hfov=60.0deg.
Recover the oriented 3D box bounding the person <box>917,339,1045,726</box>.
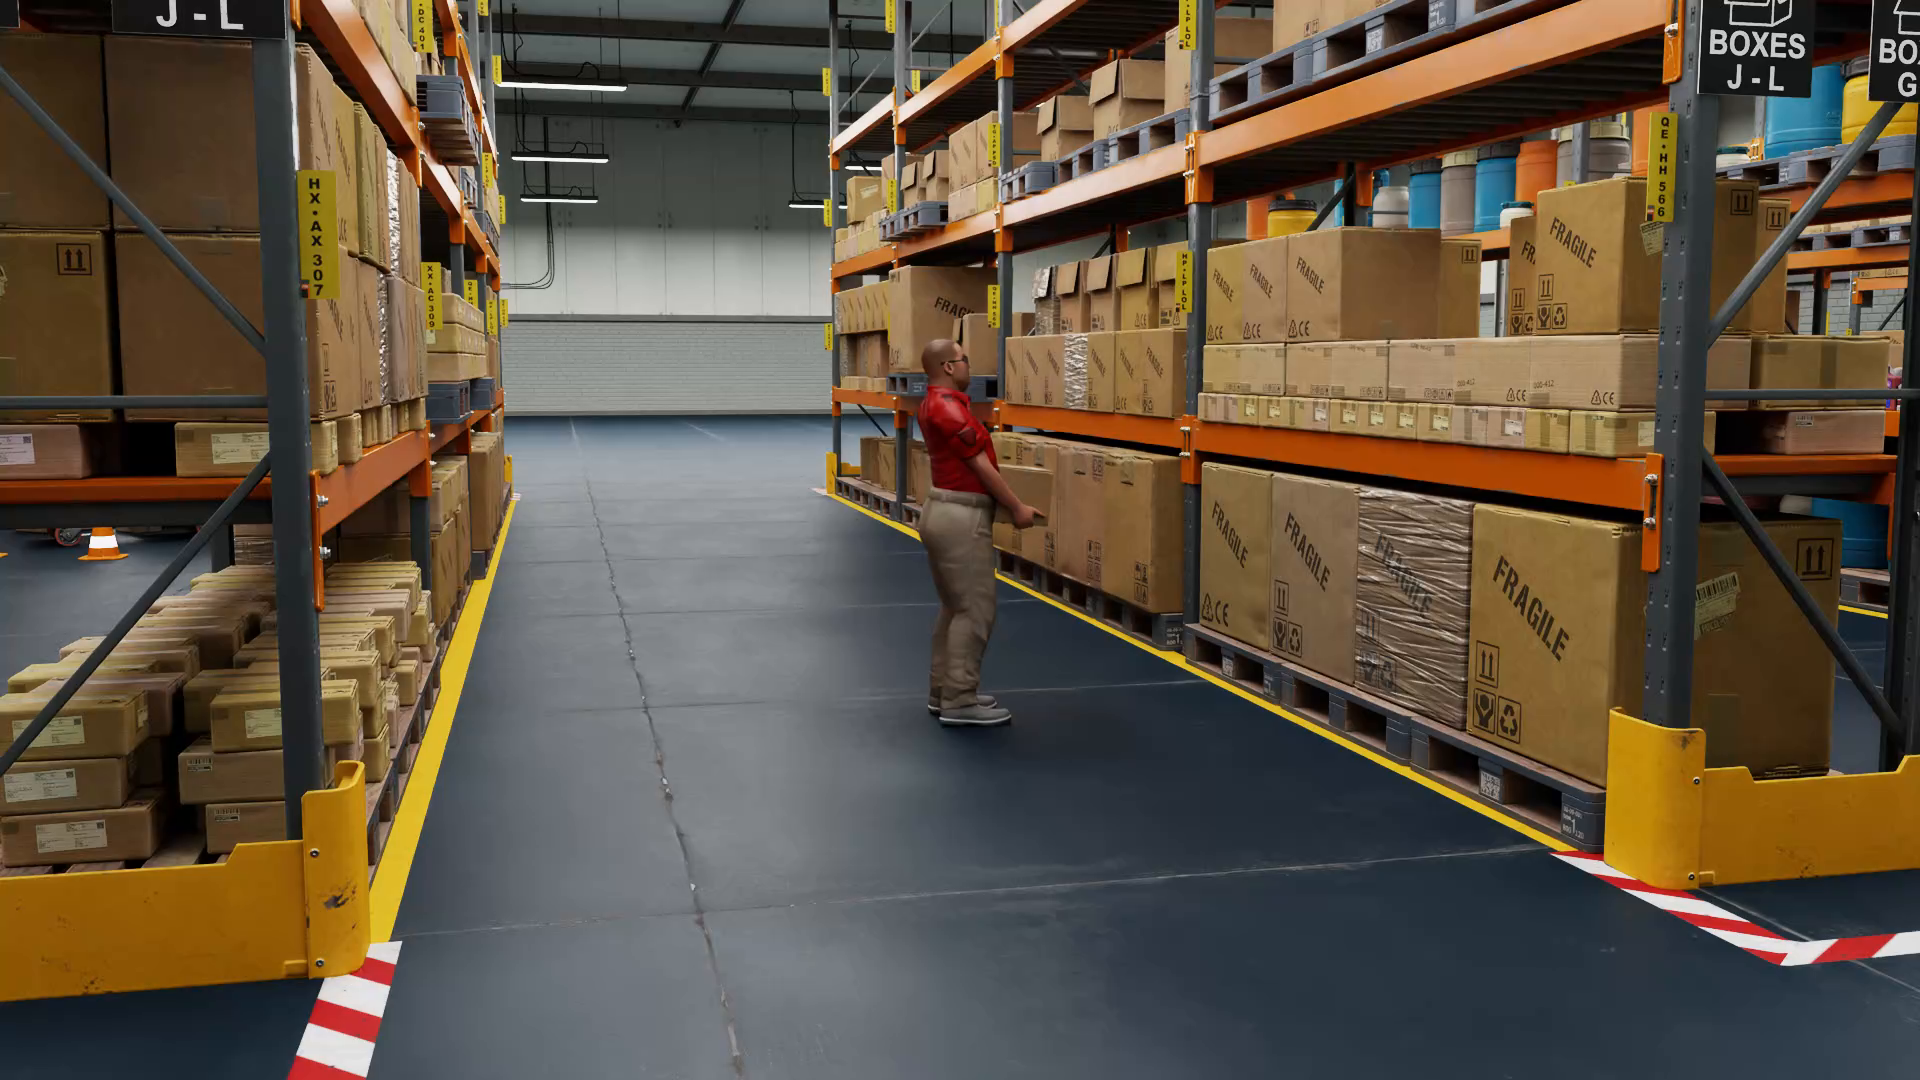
[{"bbox_3d":[0.085,-0.047,7.517,0.537,1.712,0.493,-1,6,-14],"label":"person"}]
